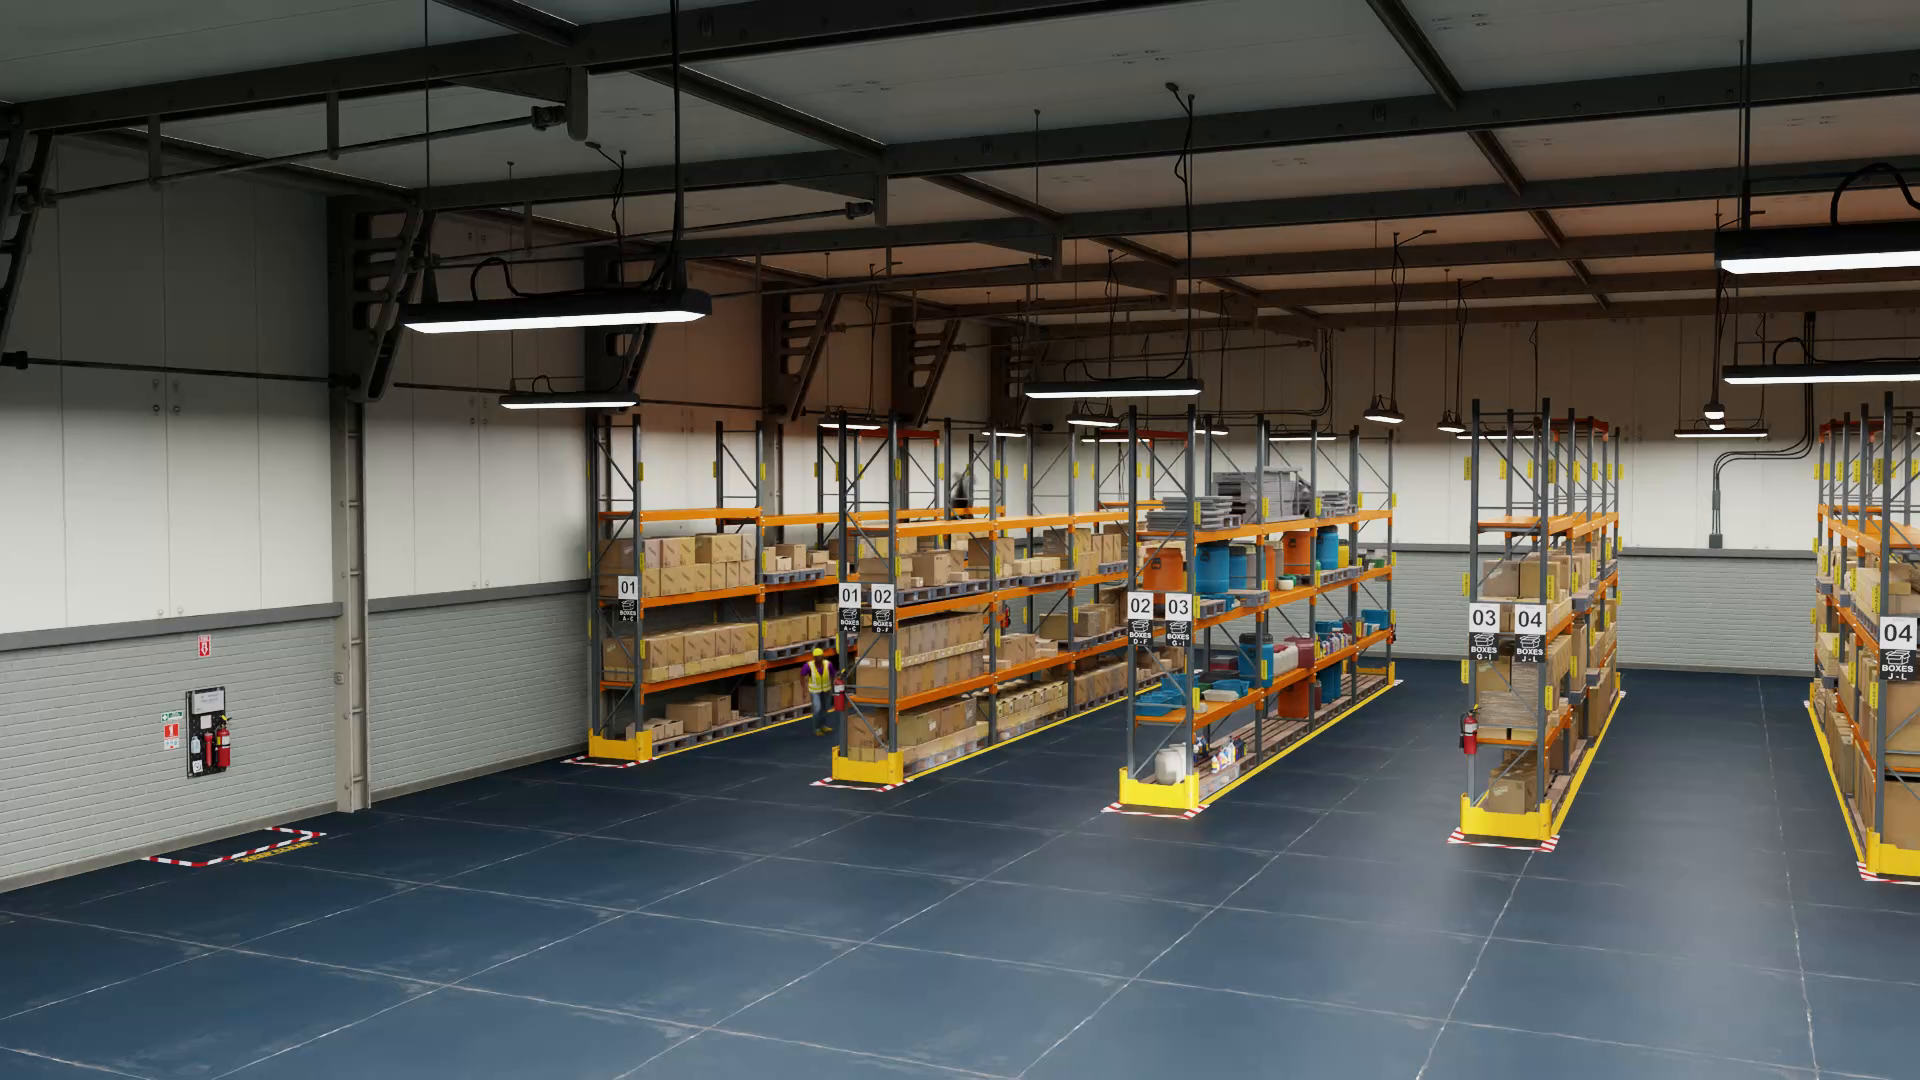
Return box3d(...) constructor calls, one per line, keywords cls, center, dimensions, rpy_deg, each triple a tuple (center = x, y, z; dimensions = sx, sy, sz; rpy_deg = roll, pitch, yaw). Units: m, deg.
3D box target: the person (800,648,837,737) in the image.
box3d(cls="person", center=(-2.647, 2.886, 31.533), dimensions=(0.708, 1.719, 0.843), rpy_deg=(-1, 3, -29))
